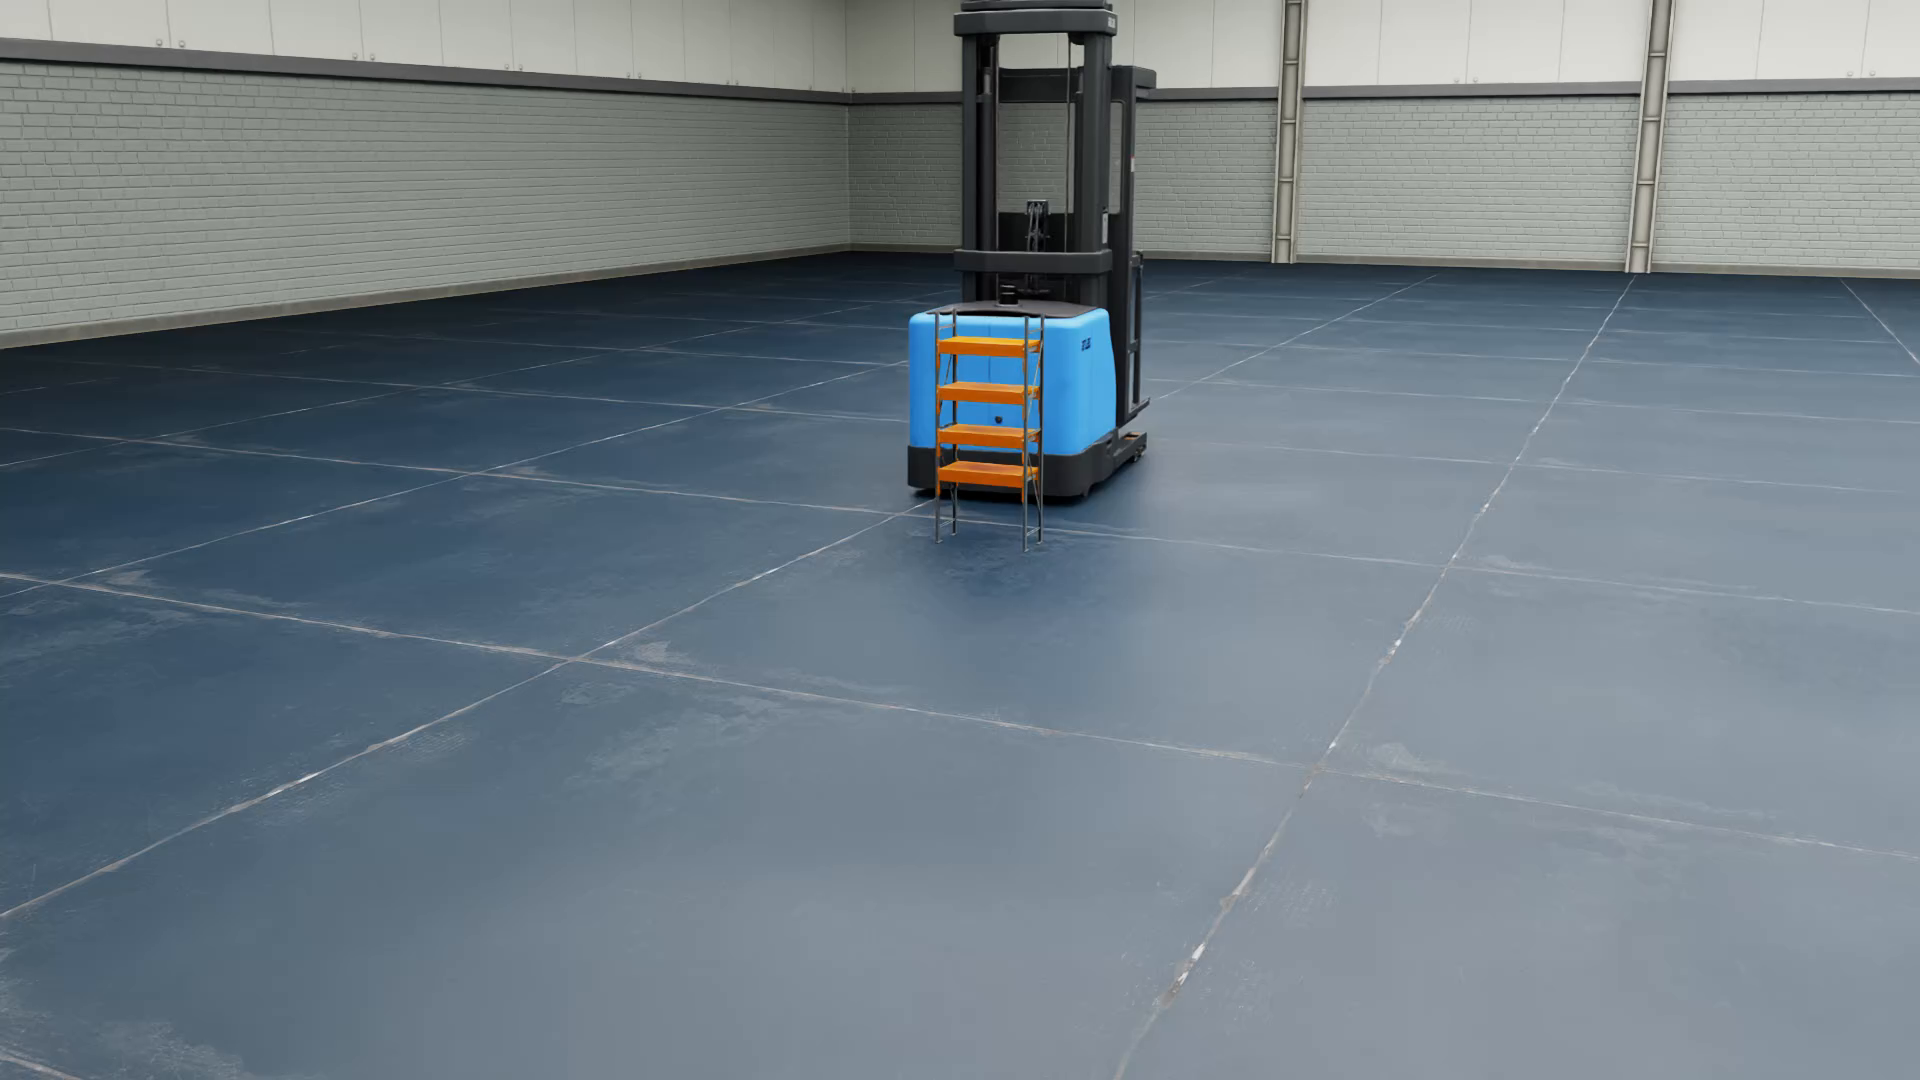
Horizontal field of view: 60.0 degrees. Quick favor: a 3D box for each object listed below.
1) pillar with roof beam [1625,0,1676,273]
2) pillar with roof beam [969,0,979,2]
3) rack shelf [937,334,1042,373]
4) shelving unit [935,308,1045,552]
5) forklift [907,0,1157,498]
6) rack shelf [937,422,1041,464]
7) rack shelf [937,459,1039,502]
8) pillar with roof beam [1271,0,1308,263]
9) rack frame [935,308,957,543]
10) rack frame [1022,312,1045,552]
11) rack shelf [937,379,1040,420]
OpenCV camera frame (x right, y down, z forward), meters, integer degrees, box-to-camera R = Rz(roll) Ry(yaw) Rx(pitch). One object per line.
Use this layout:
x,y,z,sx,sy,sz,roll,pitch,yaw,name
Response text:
9.642,-7.982,23.072,0.400,9.000,9.100,6,14,23,pillar with roof beam
-1.330,-9.092,27.804,0.400,9.000,9.100,6,14,23,pillar with roof beam
0.151,-0.951,8.463,0.480,0.148,0.258,6,14,23,rack shelf
0.151,-0.569,8.552,0.503,1.200,0.258,6,14,23,shelving unit
0.621,-1.964,10.708,1.130,2.935,3.031,4,14,17,forklift
0.151,-0.503,8.568,0.480,0.148,0.258,6,14,23,rack shelf
0.151,-0.310,8.613,0.480,0.148,0.258,6,14,23,rack shelf
4.156,-8.537,25.438,0.400,9.000,9.100,6,14,23,pillar with roof beam
-0.072,-0.591,8.649,0.015,1.200,0.240,6,14,23,rack frame
0.374,-0.546,8.456,0.015,1.200,0.240,6,14,23,rack frame
0.151,-0.721,8.517,0.480,0.148,0.258,6,14,23,rack shelf
